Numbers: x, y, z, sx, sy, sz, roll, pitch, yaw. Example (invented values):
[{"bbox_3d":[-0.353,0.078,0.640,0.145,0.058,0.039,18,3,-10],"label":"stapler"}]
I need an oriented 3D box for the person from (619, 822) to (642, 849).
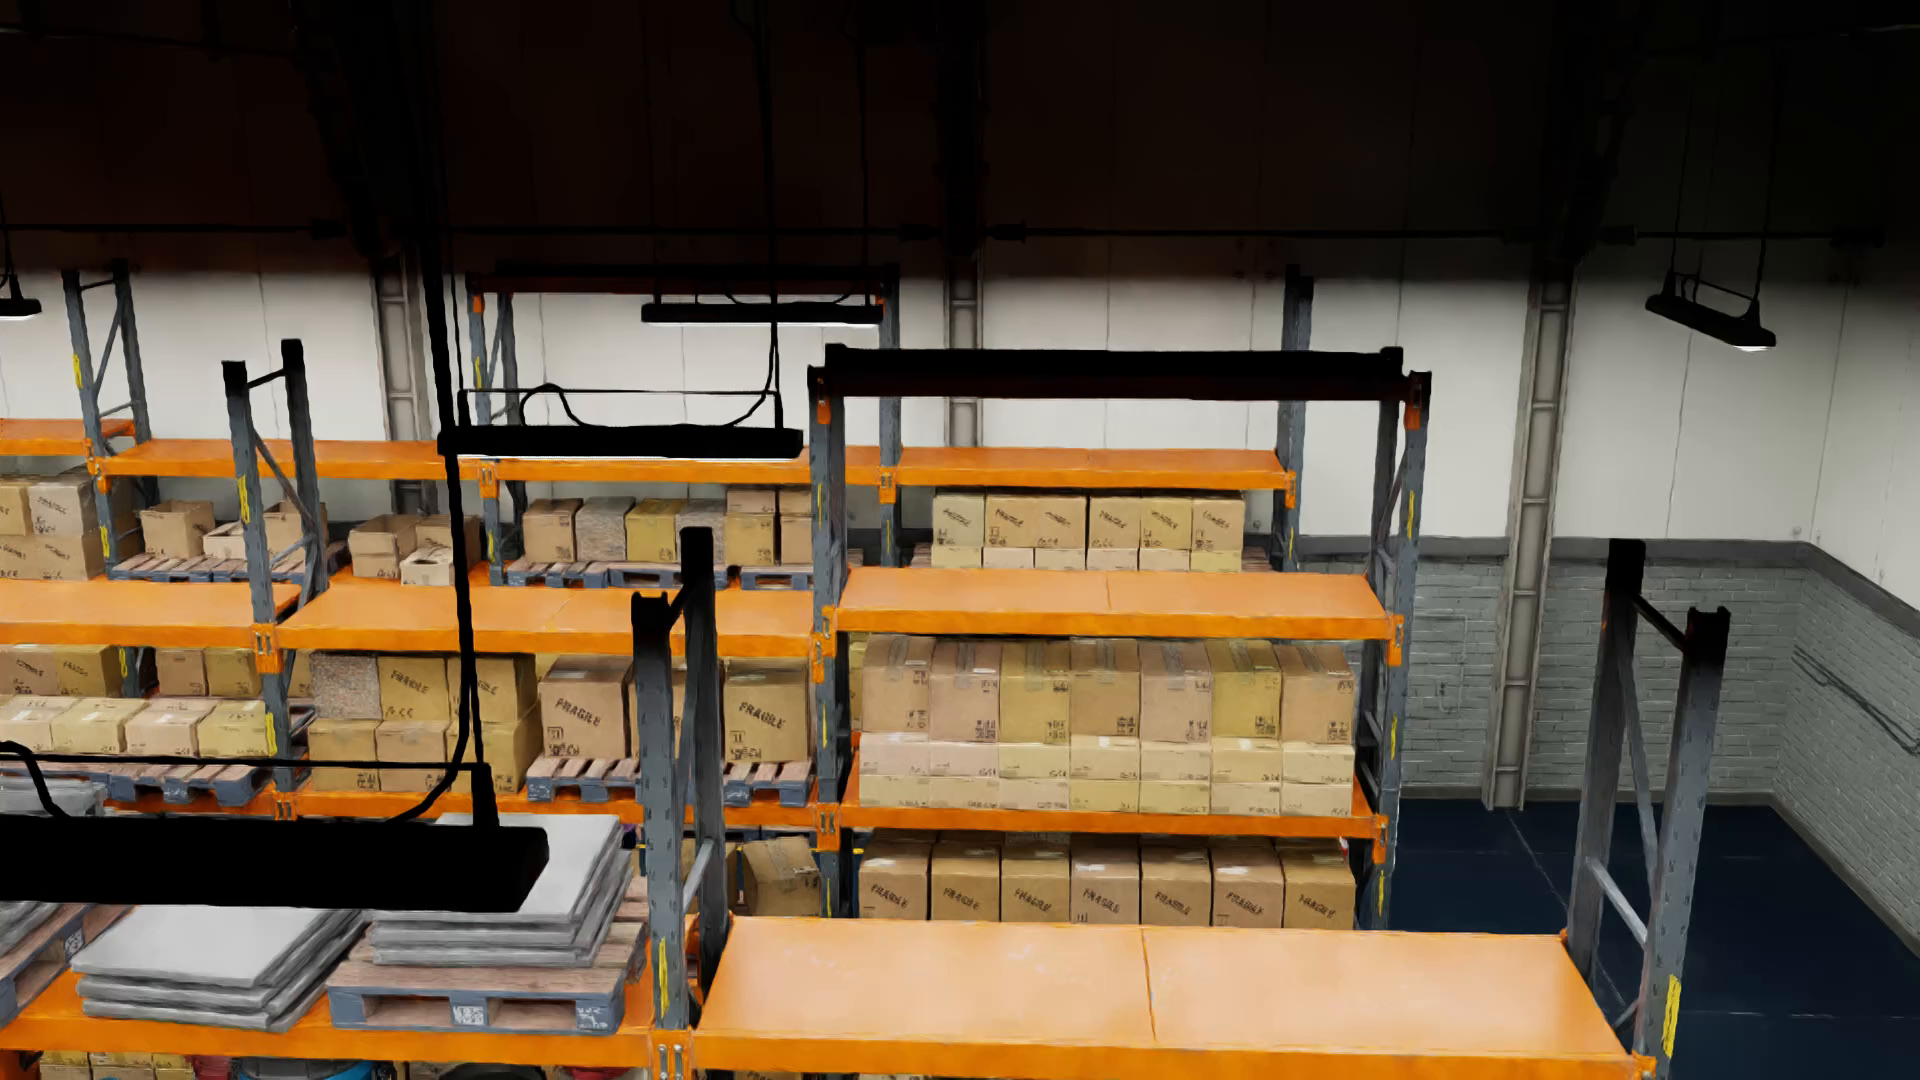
[{"bbox_3d":[-3.318,2.818,15.989,0.505,1.602,0.420,-6,17,-20],"label":"person"}]
